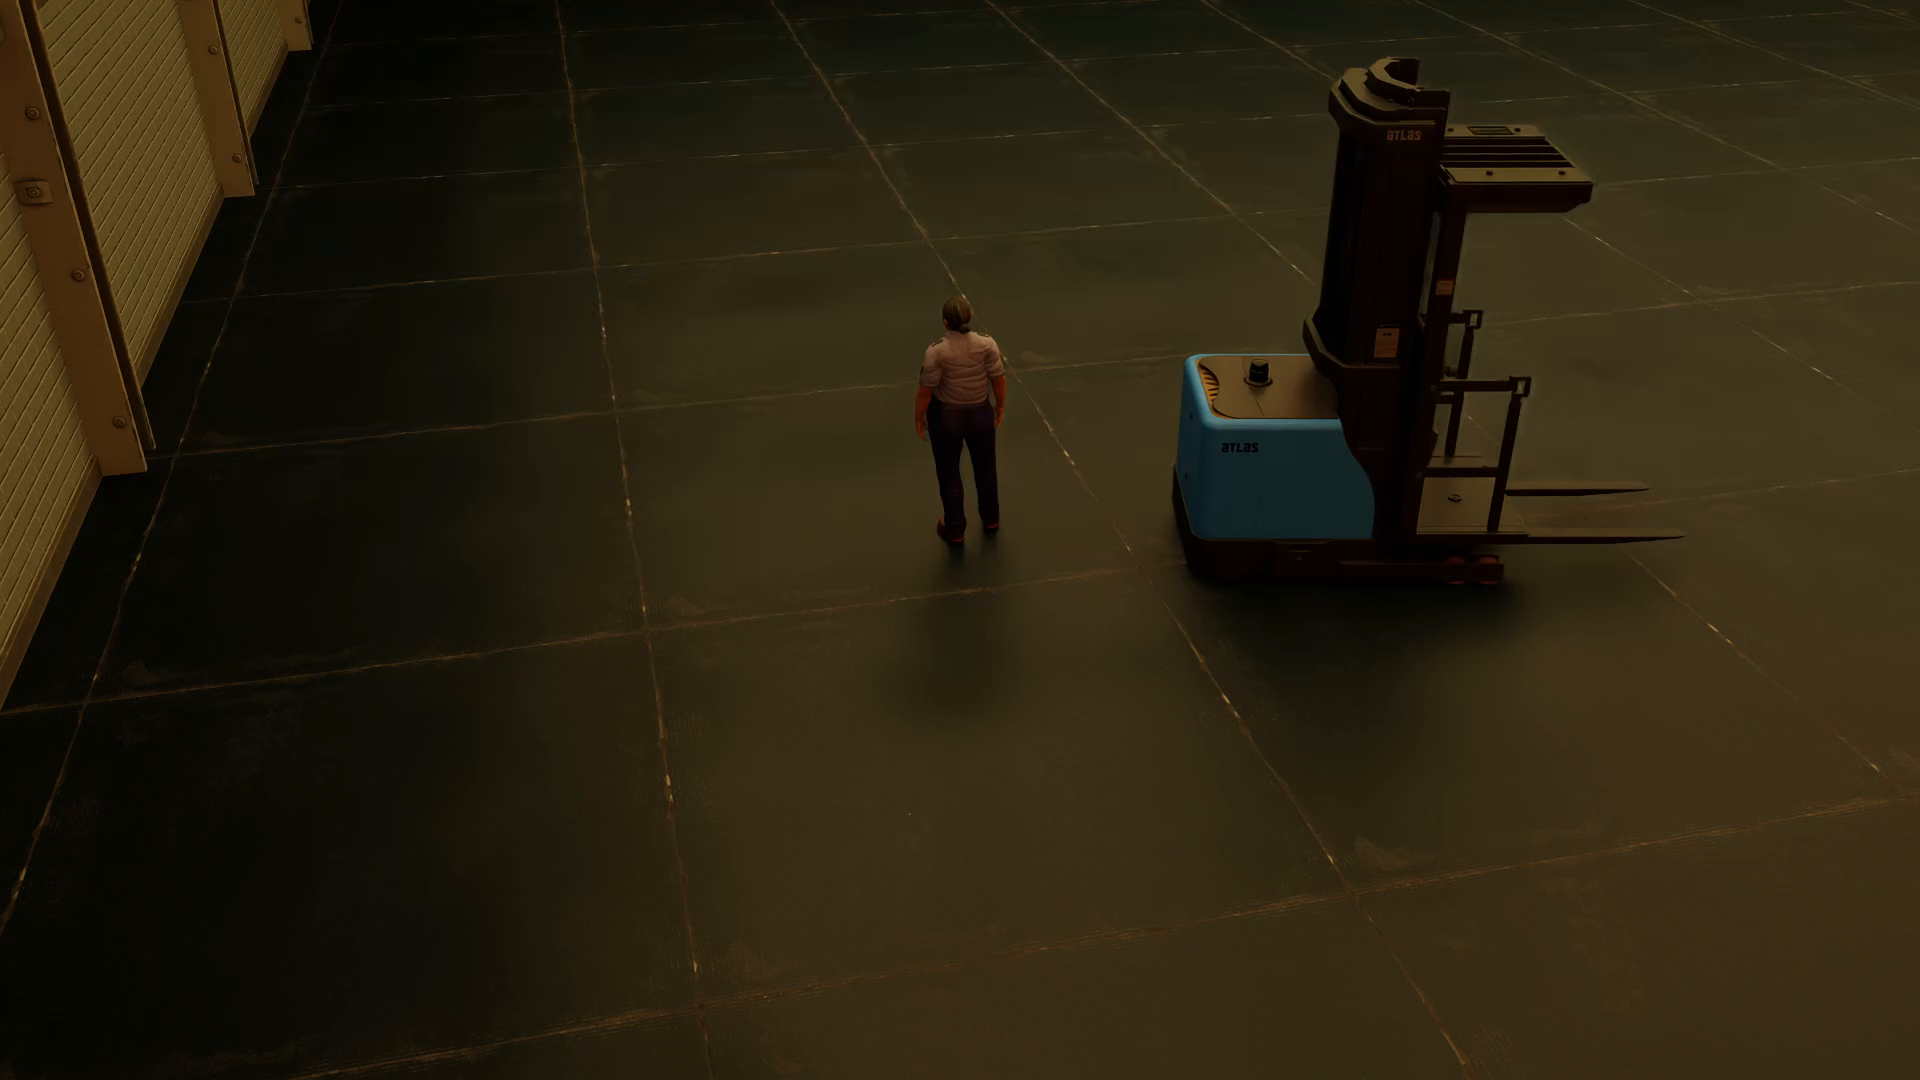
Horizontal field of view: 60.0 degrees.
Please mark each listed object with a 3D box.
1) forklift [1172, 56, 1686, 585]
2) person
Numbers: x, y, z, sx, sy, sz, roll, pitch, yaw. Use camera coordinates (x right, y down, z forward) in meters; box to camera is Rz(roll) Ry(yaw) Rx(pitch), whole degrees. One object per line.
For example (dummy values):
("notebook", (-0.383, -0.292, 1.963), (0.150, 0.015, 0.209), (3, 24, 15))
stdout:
("forklift", (2.897, -1.264, 9.759), (3.031, 2.935, 1.130), (0, 30, 0))
("person", (0.001, -0.762, 10.165), (0.599, 1.642, 0.503), (-7, 31, -12))
